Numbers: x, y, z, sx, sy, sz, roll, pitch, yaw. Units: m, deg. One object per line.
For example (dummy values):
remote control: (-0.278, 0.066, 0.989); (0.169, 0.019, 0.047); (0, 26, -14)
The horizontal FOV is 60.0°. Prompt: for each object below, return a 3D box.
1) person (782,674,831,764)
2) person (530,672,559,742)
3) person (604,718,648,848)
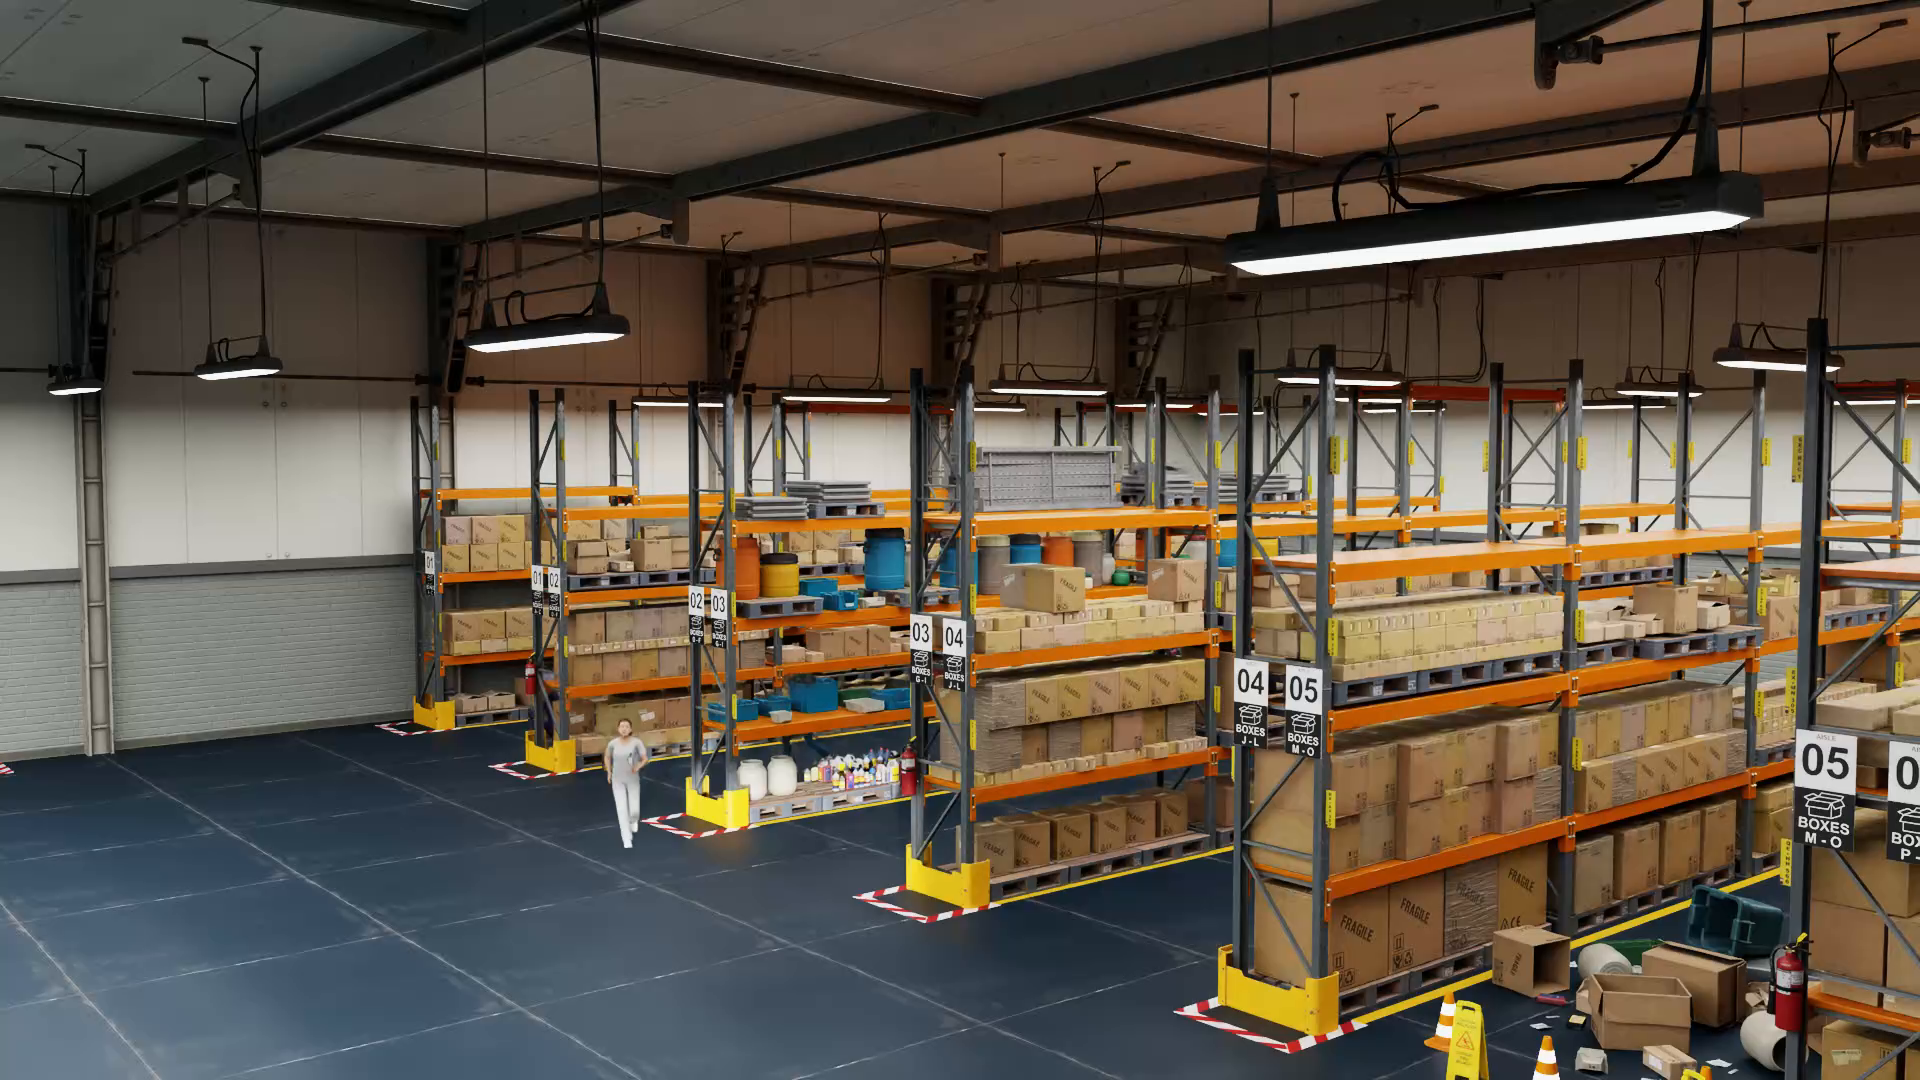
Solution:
person: (-2.429, 2.861, 25.802); (0.946, 1.594, 0.539); (-3, 4, -38)
person: (-7.150, 2.751, 28.373); (0.637, 1.482, 0.864); (1, 4, 18)
person: (-4.288, 3.090, 21.337); (0.563, 1.623, 0.698); (0, 3, -7)
